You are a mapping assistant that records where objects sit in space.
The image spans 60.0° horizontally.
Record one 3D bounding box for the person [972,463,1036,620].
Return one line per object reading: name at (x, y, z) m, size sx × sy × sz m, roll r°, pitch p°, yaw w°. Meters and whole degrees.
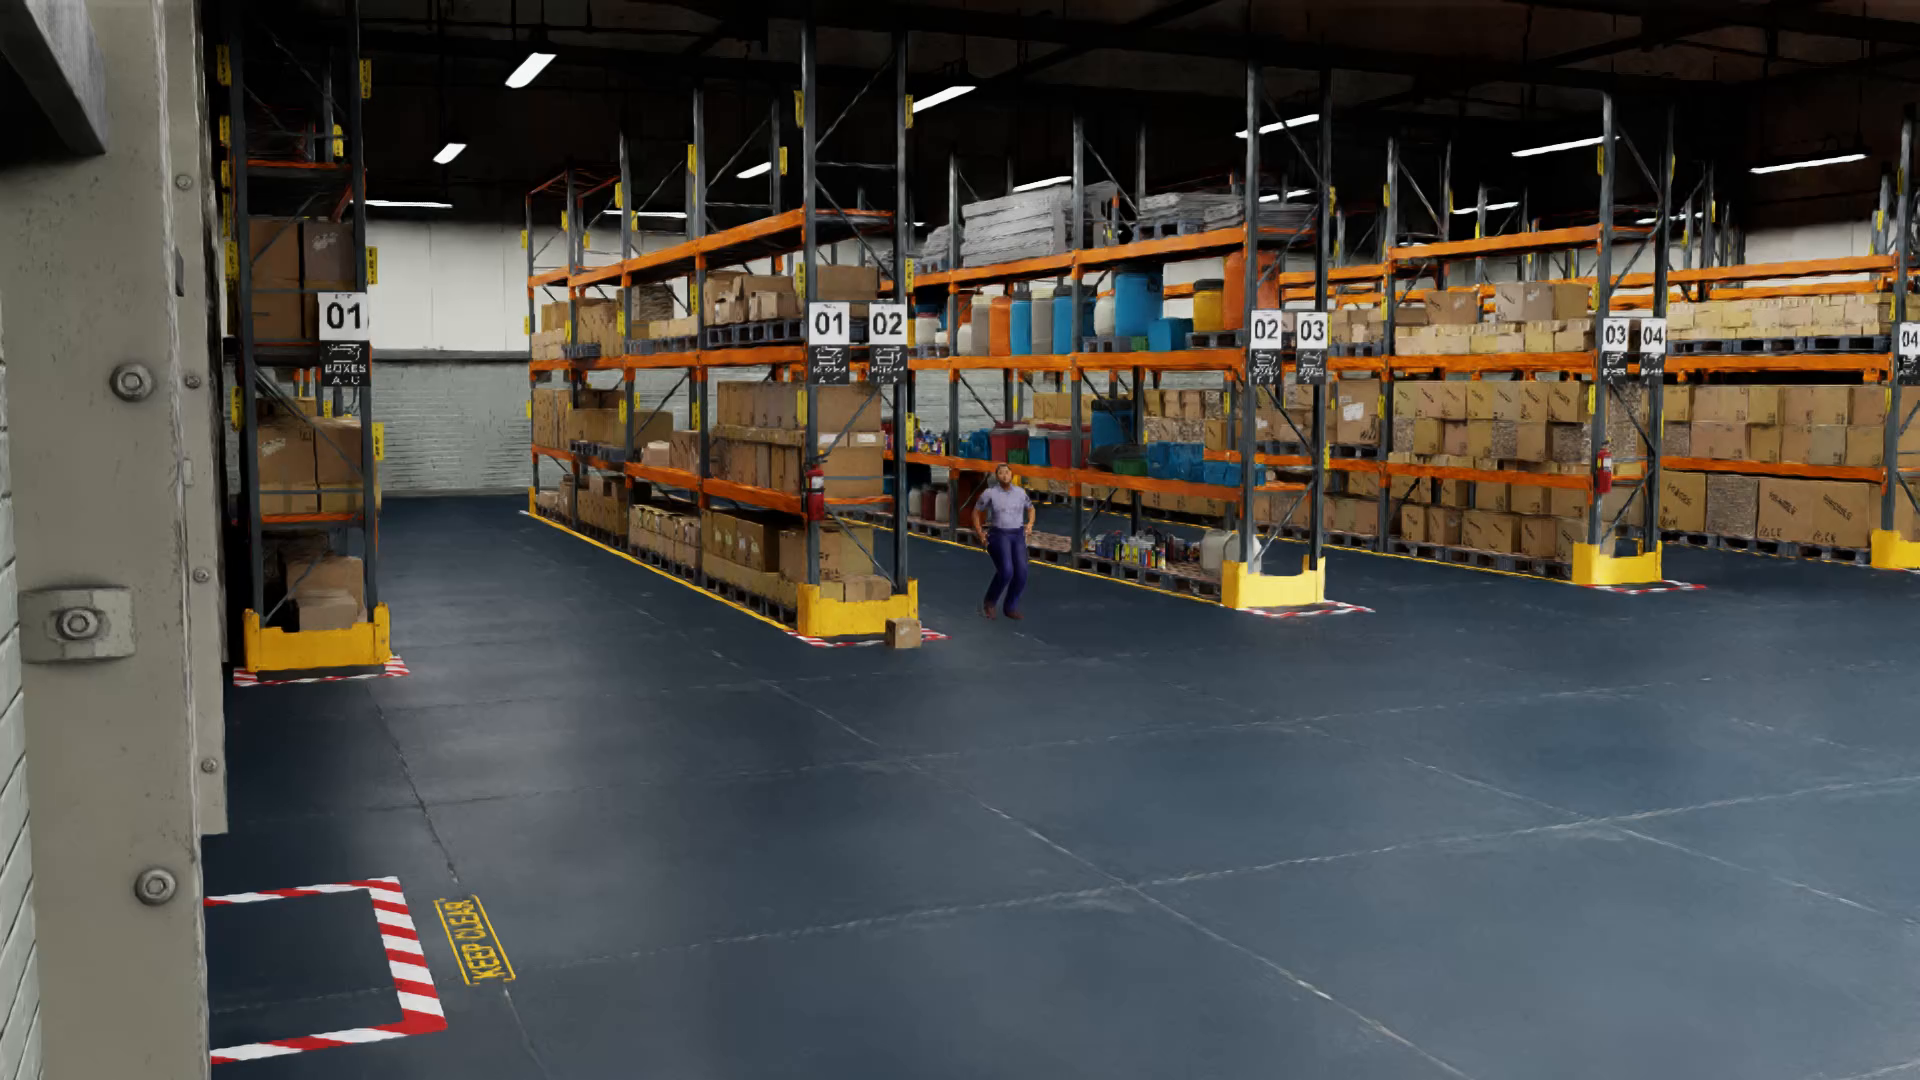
person at (0.512, 0.014, 17.172) m, size 0.665 × 1.607 × 0.530 m, roll -3°, pitch 6°, yaw -28°
